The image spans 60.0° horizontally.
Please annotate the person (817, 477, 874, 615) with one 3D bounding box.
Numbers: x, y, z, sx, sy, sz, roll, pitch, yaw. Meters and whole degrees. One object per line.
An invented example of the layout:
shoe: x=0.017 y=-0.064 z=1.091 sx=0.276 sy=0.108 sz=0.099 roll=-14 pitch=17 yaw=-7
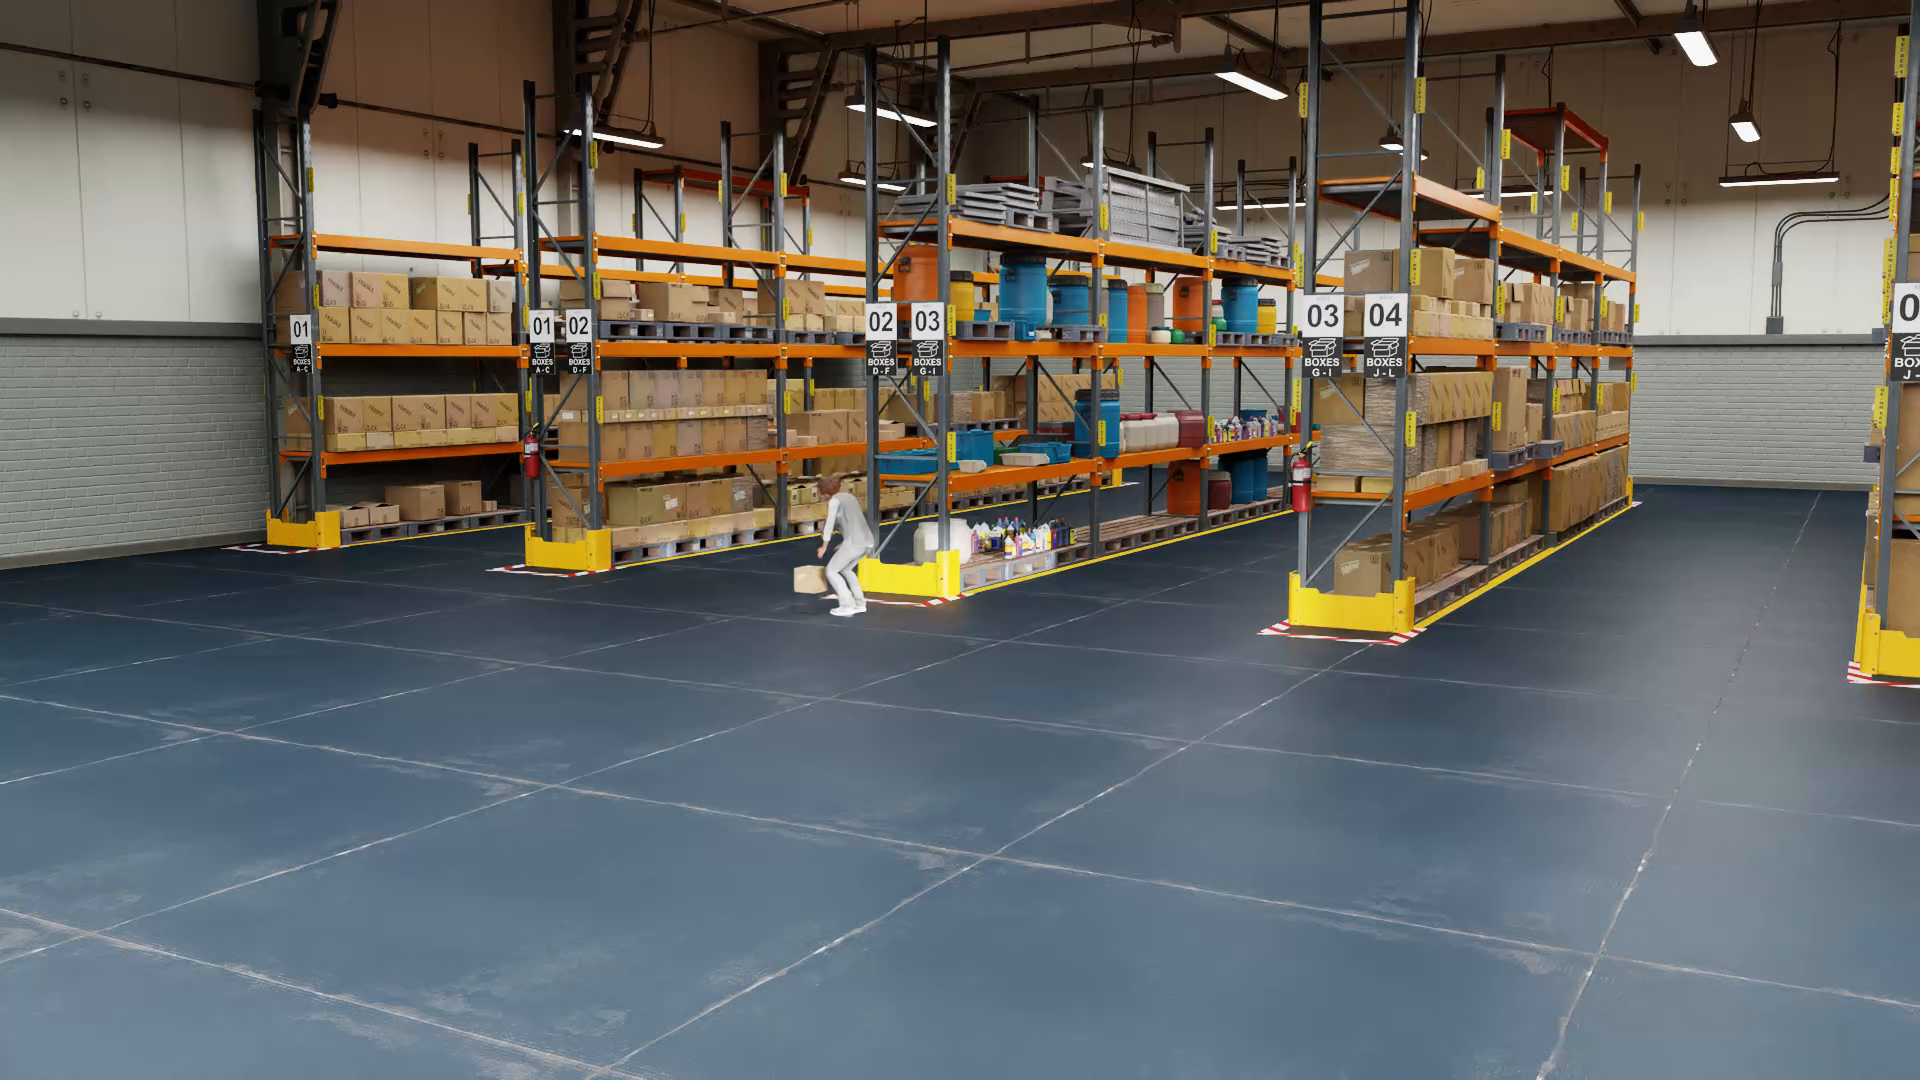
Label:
person: x=-1.174 y=0.072 z=16.933 sx=0.580 sy=1.385 sz=0.459 roll=3 pitch=7 yaw=29
